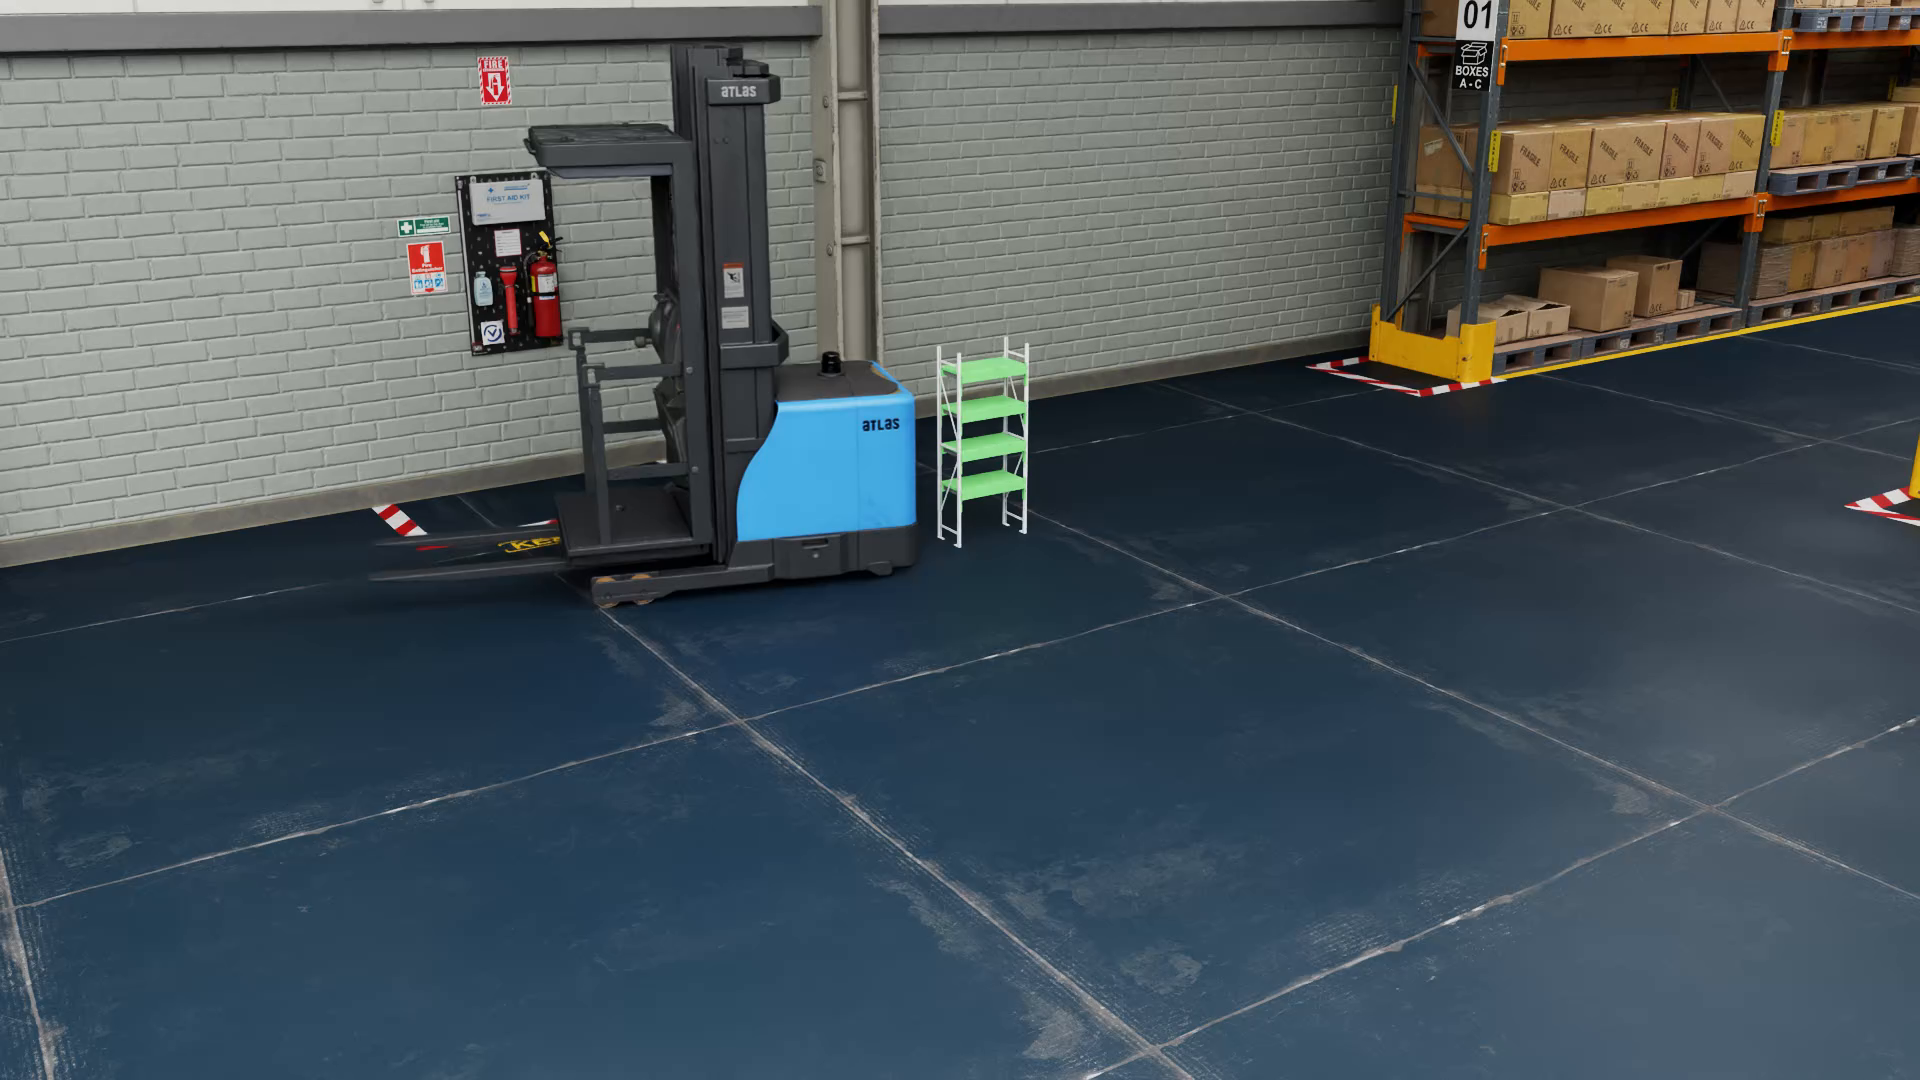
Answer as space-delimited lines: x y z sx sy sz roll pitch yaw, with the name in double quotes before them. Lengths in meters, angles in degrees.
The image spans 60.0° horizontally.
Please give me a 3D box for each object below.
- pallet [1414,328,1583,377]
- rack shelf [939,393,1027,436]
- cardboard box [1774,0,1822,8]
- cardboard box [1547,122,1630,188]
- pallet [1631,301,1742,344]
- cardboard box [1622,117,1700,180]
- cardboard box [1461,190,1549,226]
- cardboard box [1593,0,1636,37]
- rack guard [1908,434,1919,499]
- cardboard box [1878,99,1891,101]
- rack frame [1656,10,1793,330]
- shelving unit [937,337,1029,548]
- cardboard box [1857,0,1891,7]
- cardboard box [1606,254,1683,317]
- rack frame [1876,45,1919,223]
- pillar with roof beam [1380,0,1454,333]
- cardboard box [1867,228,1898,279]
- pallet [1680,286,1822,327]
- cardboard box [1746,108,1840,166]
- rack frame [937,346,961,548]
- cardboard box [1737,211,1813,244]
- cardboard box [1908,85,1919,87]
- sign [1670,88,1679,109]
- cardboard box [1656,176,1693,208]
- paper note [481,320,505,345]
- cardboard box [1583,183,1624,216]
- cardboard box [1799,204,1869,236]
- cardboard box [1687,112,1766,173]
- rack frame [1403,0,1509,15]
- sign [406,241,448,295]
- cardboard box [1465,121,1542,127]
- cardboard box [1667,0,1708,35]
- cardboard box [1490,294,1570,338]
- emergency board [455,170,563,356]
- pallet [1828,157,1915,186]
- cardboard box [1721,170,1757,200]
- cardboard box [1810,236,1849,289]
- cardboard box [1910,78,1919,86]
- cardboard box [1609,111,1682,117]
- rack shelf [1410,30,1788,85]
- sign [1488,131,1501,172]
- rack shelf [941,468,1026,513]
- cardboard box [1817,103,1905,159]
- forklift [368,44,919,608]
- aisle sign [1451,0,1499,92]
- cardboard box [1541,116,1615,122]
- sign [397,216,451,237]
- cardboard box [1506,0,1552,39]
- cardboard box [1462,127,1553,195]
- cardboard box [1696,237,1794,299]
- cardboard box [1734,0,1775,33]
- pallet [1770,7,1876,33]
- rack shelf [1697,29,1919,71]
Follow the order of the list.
"pallet" 4.847 -1.753 15.102 1.213 0.211 1.003 -12 22 -31
"rack shelf" 0.138 -0.764 10.082 0.480 0.148 0.258 -12 22 -31
"cardboard box" 7.927 -5.374 15.962 0.500 0.500 0.500 -9 20 -24
"cardboard box" 5.503 -3.399 14.646 0.500 0.500 0.500 -13 22 -33
"pallet" 6.885 -2.183 16.373 1.213 0.211 1.003 -12 22 -31
"cardboard box" 6.361 -3.584 15.196 0.500 0.500 0.500 -13 22 -33
"cardboard box" 4.668 -2.867 14.244 0.500 0.250 0.500 -13 22 -33
"cardboard box" 5.402 -4.575 14.222 0.500 0.500 0.500 -11 21 -29
"rack guard" 6.793 -0.415 10.691 0.348 0.500 1.175 -12 22 -31
"cardboard box" 10.380 -4.507 18.049 0.500 0.500 0.700 -15 24 -38
"rack frame" 7.426 -3.632 16.304 0.127 3.000 1.000 -12 22 -31
"shelving unit" 0.138 -0.598 10.139 0.503 1.200 0.258 -12 22 -31
"cardboard box" 8.957 -5.591 16.605 0.500 0.500 0.500 -13 23 -33
"cardboard box" 6.581 -2.463 16.062 0.500 0.500 0.500 -14 23 -35
"rack frame" 10.767 -4.337 18.388 0.127 3.000 1.000 -12 22 -31
"pillar with roof beam" 6.562 -4.973 10.903 0.400 9.000 9.100 -12 22 -31
"cardboard box" 9.700 -3.160 18.126 0.500 0.500 0.700 -12 22 -31
"pallet" 8.075 -2.449 17.158 1.213 0.211 1.003 -12 22 -31
"cardboard box" 8.341 -4.065 16.742 0.500 0.500 0.700 -9 21 -26
"rack frame" -0.066 -0.555 10.012 0.015 1.200 0.240 -12 22 -31
"cardboard box" 8.398 -3.224 17.143 0.500 0.250 0.500 -12 22 -33
"cardboard box" 10.495 -4.831 17.995 0.250 0.149 0.380 -16 24 -38
"sign" 7.118 -4.328 16.556 0.005 0.325 0.100 -12 22 -31
"cardboard box" 6.365 -3.228 15.311 0.500 0.250 0.500 -12 22 -32
"paper note" -3.088 -1.370 10.989 0.142 0.148 0.016 -12 22 -31
"cardboard box" 5.522 -3.050 14.787 0.500 0.250 0.500 -12 22 -32
"cardboard box" 9.257 -3.400 17.663 0.500 0.250 0.500 -12 22 -32
"cardboard box" 7.201 -3.760 15.714 0.500 0.500 0.500 -12 22 -32
"rack frame" 4.085 -5.769 13.260 0.127 3.000 1.000 -12 22 -31
"sign" -3.420 -1.747 10.674 0.234 0.329 0.001 -12 22 -31
"cardboard box" 4.788 -3.447 14.789 0.500 0.500 0.500 -12 22 -31
"cardboard box" 6.269 -4.761 14.774 0.500 0.500 0.500 -13 23 -33
"cardboard box" 5.189 -2.060 15.167 0.500 0.311 0.500 -10 21 -27
"emergency board" -2.902 -1.800 10.886 0.643 1.169 0.194 -12 22 -31
"pallet" 9.136 -3.886 17.355 1.213 0.211 1.003 -12 22 -31
"cardboard box" 7.197 -3.406 15.839 0.500 0.250 0.500 -12 22 -31
"cardboard box" 8.884 -2.974 17.574 0.500 0.500 0.700 -12 22 -31
"cardboard box" 11.003 -5.039 18.643 0.500 0.250 0.500 -11 22 -30
"cardboard box" 6.485 -3.809 15.859 0.500 0.500 0.500 -12 22 -32
"rack shelf" 5.756 -4.360 14.897 4.000 0.370 1.077 -12 22 -31
"sign" 4.384 -3.192 13.653 0.005 0.325 0.100 -12 22 -31
"rack shelf" 0.138 -0.310 10.236 0.480 0.148 0.258 -12 22 -31
"cardboard box" 9.351 -4.281 17.382 0.500 0.500 0.700 -12 22 -31
"forklift" -1.815 -1.203 9.226 3.031 2.935 1.130 -5 19 -16
"aisle sign" 4.190 -4.066 13.529 0.004 0.787 0.394 -12 22 -31
"cardboard box" 5.638 -3.628 15.324 0.500 0.500 0.500 -12 22 -31
"sign" -3.412 -1.997 10.584 0.331 0.109 0.001 -12 22 -31
"cardboard box" 4.502 -4.397 13.697 0.500 0.500 0.500 -11 22 -30
"cardboard box" 4.649 -3.225 14.132 0.500 0.500 0.500 -12 22 -31
"cardboard box" 8.032 -2.790 17.031 0.500 0.500 0.700 -11 22 -30
"cardboard box" 7.138 -4.954 15.345 0.500 0.500 0.500 -11 22 -30
"pallet" 8.000 -5.044 16.091 1.003 0.211 1.213 -12 22 -31
"rack shelf" 9.096 -5.064 16.981 4.000 0.370 1.077 -12 22 -31
